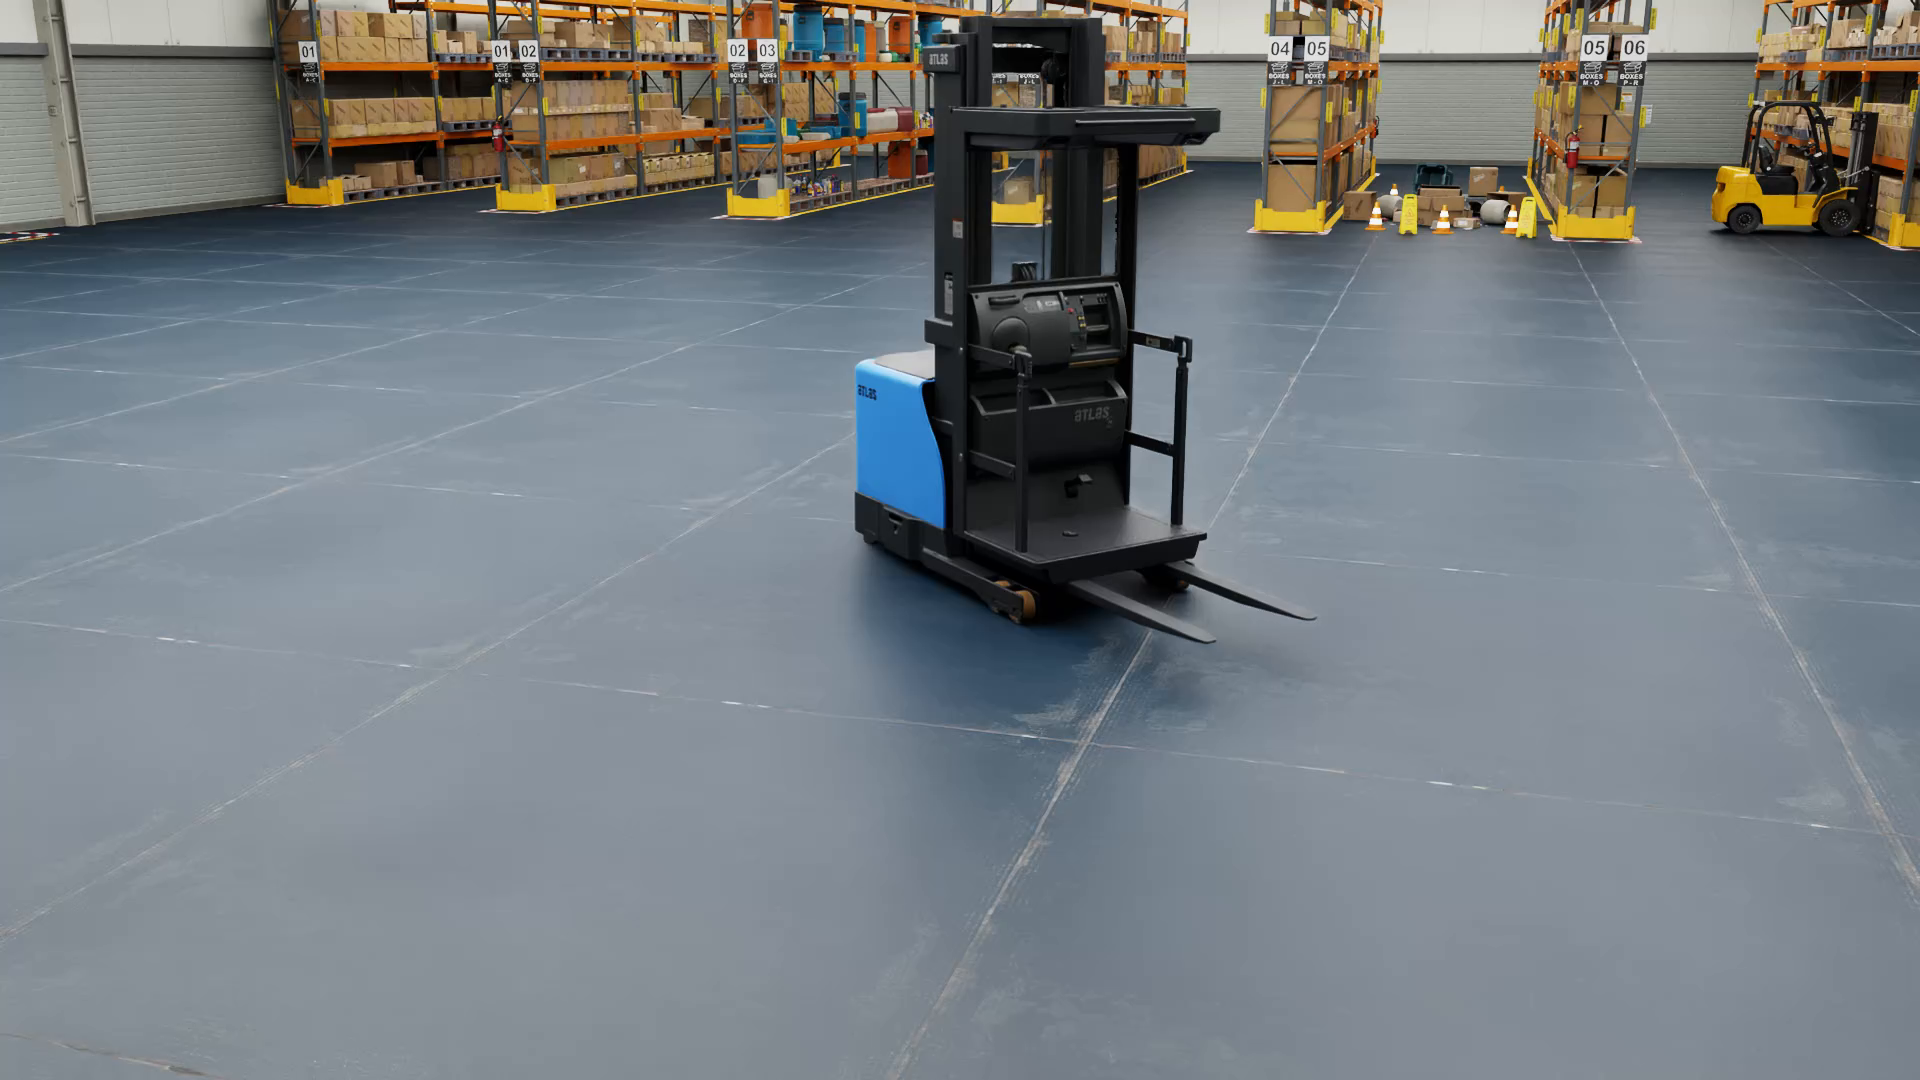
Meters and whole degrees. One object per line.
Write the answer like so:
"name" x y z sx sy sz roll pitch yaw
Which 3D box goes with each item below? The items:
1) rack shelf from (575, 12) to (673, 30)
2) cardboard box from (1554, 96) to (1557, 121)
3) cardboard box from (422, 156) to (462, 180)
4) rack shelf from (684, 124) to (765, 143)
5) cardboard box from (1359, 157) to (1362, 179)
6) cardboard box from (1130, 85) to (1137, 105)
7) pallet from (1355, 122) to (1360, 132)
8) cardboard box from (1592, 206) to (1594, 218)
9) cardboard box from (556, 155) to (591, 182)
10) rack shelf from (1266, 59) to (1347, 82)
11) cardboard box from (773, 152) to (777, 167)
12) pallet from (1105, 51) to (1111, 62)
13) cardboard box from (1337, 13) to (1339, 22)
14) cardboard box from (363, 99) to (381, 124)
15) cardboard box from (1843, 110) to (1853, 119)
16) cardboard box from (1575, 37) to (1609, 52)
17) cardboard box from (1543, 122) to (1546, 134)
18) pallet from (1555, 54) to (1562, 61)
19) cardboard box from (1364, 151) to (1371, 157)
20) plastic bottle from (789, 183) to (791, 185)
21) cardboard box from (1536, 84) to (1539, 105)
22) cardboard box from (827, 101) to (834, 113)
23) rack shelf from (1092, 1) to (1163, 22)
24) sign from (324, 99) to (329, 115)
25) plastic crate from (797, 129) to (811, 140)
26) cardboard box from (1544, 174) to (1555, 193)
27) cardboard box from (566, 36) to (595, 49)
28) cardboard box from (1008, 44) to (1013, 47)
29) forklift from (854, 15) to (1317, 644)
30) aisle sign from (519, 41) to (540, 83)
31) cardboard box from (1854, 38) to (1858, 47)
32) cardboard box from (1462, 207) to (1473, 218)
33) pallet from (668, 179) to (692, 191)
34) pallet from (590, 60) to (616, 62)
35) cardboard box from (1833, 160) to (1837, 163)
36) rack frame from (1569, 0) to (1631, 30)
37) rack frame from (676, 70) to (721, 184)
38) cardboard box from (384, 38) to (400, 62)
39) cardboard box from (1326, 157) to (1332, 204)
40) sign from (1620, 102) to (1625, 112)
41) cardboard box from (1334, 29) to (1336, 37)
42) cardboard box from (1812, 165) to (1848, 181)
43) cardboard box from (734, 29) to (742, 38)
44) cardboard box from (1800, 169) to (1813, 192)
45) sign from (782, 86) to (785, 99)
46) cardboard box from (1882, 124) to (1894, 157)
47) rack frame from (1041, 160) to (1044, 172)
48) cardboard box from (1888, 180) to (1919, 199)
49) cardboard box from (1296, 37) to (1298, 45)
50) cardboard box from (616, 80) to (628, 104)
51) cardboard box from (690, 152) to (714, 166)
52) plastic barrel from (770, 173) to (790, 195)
"rack shelf" -9.316 -14.364 46.030 1.077 0.370 4.000 5 16 16
"cardboard box" 12.237 -8.682 33.444 0.500 0.500 0.500 6 17 19
"cardboard box" -11.964 -8.603 38.437 0.700 0.500 0.500 5 17 18
"rack shelf" -5.702 -10.240 41.754 1.077 0.370 4.000 5 16 16
"cardboard box" 9.121 -8.716 38.872 0.500 0.500 0.500 4 16 15
"cardboard box" 3.638 -10.185 38.219 0.797 0.503 0.637 5 17 17
"pallet" 8.477 -9.312 37.513 1.003 0.211 1.213 5 16 16
"cardboard box" 11.101 -5.634 28.466 0.500 0.250 0.500 5 17 18
"cardboard box" -7.908 -7.596 34.008 0.500 0.500 0.500 5 16 16
"rack shelf" 6.248 -8.410 29.804 1.077 0.370 4.000 5 16 16
"cardboard box" -4.999 -9.967 43.248 0.500 0.500 0.500 5 16 16
"pallet" 2.367 -9.753 33.566 1.213 0.211 1.003 5 16 16
"cardboard box" 6.370 -9.074 28.874 0.380 0.149 0.250 4 16 15
"cardboard box" -12.568 -9.016 34.984 0.500 0.500 0.500 4 16 14
"cardboard box" 16.359 -7.770 30.353 0.380 0.149 0.250 4 16 14
"cardboard box" 10.499 -8.232 27.587 0.500 0.250 0.500 4 16 15
"cardboard box" 13.029 -9.007 36.361 0.500 0.250 0.500 4 16 15
"pallet" 13.175 -10.343 35.647 1.003 0.211 1.213 5 17 18
"cardboard box" 10.241 -9.796 42.232 0.380 0.149 0.250 4 16 15
"plastic bottle" -3.514 -7.181 33.696 0.144 0.351 0.185 5 17 18
"cardboard box" 14.592 -11.044 41.254 0.500 0.500 0.500 4 16 15
"cardboard box" -3.863 -12.066 46.689 0.500 0.500 0.500 5 17 18
"rack shelf" 3.795 -12.165 38.278 1.077 0.370 4.000 5 16 16
"sign" -12.774 -8.728 33.516 0.100 0.325 0.005 5 16 16
"plastic crate" -3.315 -8.196 33.618 0.450 0.188 0.662 5 16 16
"cardboard box" 12.558 -7.316 34.173 0.950 0.372 0.625 3 16 12
"cardboard box" -7.956 -10.434 34.757 0.500 0.311 0.500 4 16 13
"cardboard box" 0.733 -8.861 29.618 0.380 0.149 0.250 5 16 16
"forklift" 0.586 -1.138 8.471 1.130 2.935 3.031 -10 18 -30
"aisle sign" -8.269 -9.180 31.933 0.394 0.787 0.004 5 16 16
"cardboard box" 16.373 -8.979 29.998 0.380 0.149 0.250 5 16 16
"cardboard box" 9.302 -6.117 30.909 0.258 0.266 0.396 -7 17 -23
"pallet" -6.890 -8.191 38.321 1.003 0.211 1.213 5 16 16
"pallet" -9.642 -13.106 45.206 1.003 0.211 1.213 5 16 16
"cardboard box" 18.030 -7.704 34.116 0.380 0.149 0.250 5 17 17
"rack frame" 11.591 -10.365 29.882 1.000 3.000 0.127 5 16 16
"rack frame" -6.270 -10.063 39.811 1.000 3.000 0.127 5 16 16
"cardboard box" -12.341 -10.470 35.529 0.500 0.500 0.500 4 16 14
"cardboard box" 6.571 -6.857 31.632 0.875 0.875 0.875 5 17 17
"sign" 12.114 -7.855 30.441 0.100 0.325 0.005 5 16 16
"cardboard box" 6.206 -8.793 28.614 0.500 0.250 0.500 4 16 15
"cardboard box" 17.298 -7.039 32.731 0.875 0.625 0.625 5 17 18
"cardboard box" -5.724 -12.376 41.331 0.600 0.600 0.600 4 16 14
"cardboard box" 17.402 -7.268 33.769 0.500 0.500 0.500 5 17 17
"sign" -4.600 -11.625 43.194 0.100 0.325 0.005 5 16 16
"cardboard box" 15.404 -6.515 27.118 0.500 0.500 0.500 4 16 15
"rack frame" 2.090 -8.247 33.410 1.000 3.000 0.127 5 16 16
"cardboard box" 15.046 -5.553 26.349 0.500 0.250 0.500 5 17 18
"cardboard box" 5.666 -8.675 28.926 0.380 0.149 0.250 5 17 16
"cardboard box" -7.527 -9.572 35.520 0.700 0.500 0.500 5 17 16
"cardboard box" -6.183 -9.056 39.502 0.500 0.311 0.500 5 17 17
"plastic barrel" -3.540 -6.899 32.447 0.421 0.512 0.421 0 16 0
